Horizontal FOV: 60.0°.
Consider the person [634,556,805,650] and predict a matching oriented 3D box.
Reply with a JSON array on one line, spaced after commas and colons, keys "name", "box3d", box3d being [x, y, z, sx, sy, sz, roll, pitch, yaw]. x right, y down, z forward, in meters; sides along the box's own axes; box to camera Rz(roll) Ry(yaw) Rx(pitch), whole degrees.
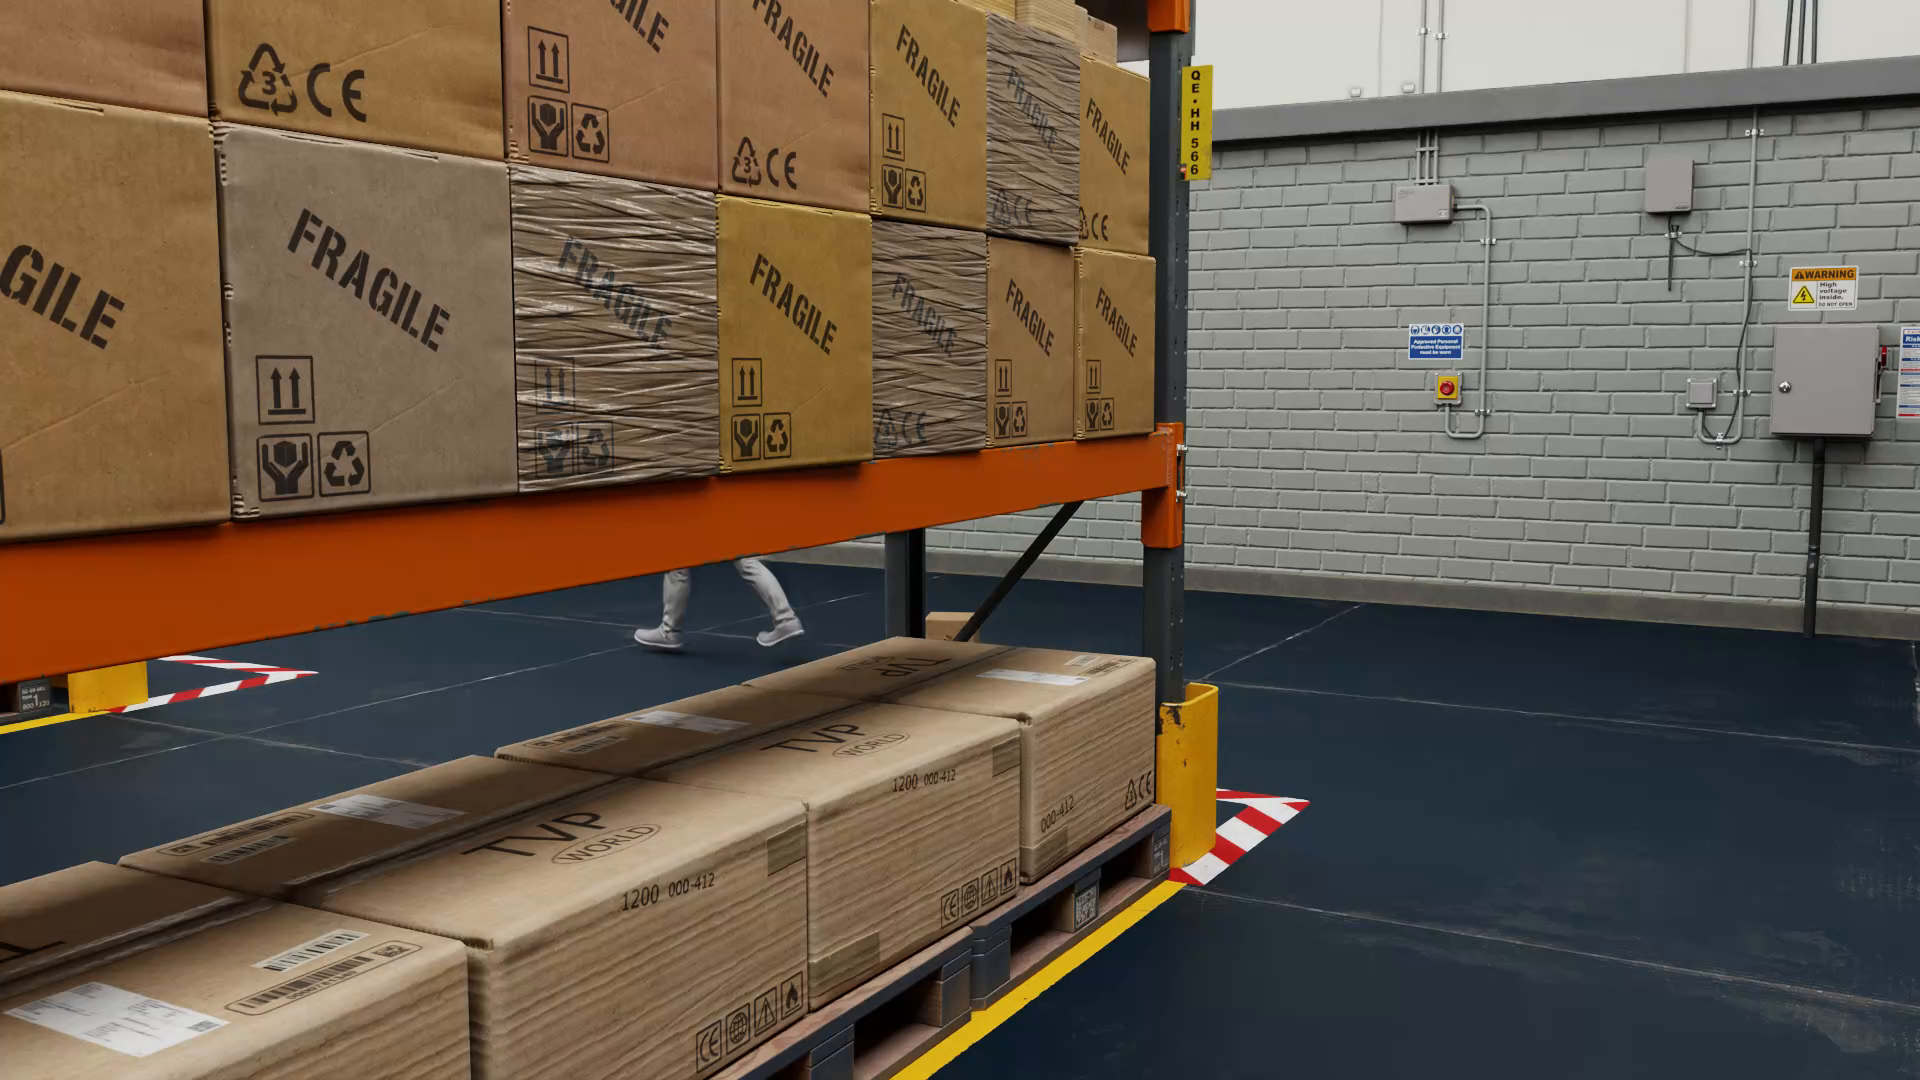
[{"name": "person", "box3d": [-1.229, -0.227, 8.504, 1.016, 1.617, 0.526, 4, 7, 36]}]
